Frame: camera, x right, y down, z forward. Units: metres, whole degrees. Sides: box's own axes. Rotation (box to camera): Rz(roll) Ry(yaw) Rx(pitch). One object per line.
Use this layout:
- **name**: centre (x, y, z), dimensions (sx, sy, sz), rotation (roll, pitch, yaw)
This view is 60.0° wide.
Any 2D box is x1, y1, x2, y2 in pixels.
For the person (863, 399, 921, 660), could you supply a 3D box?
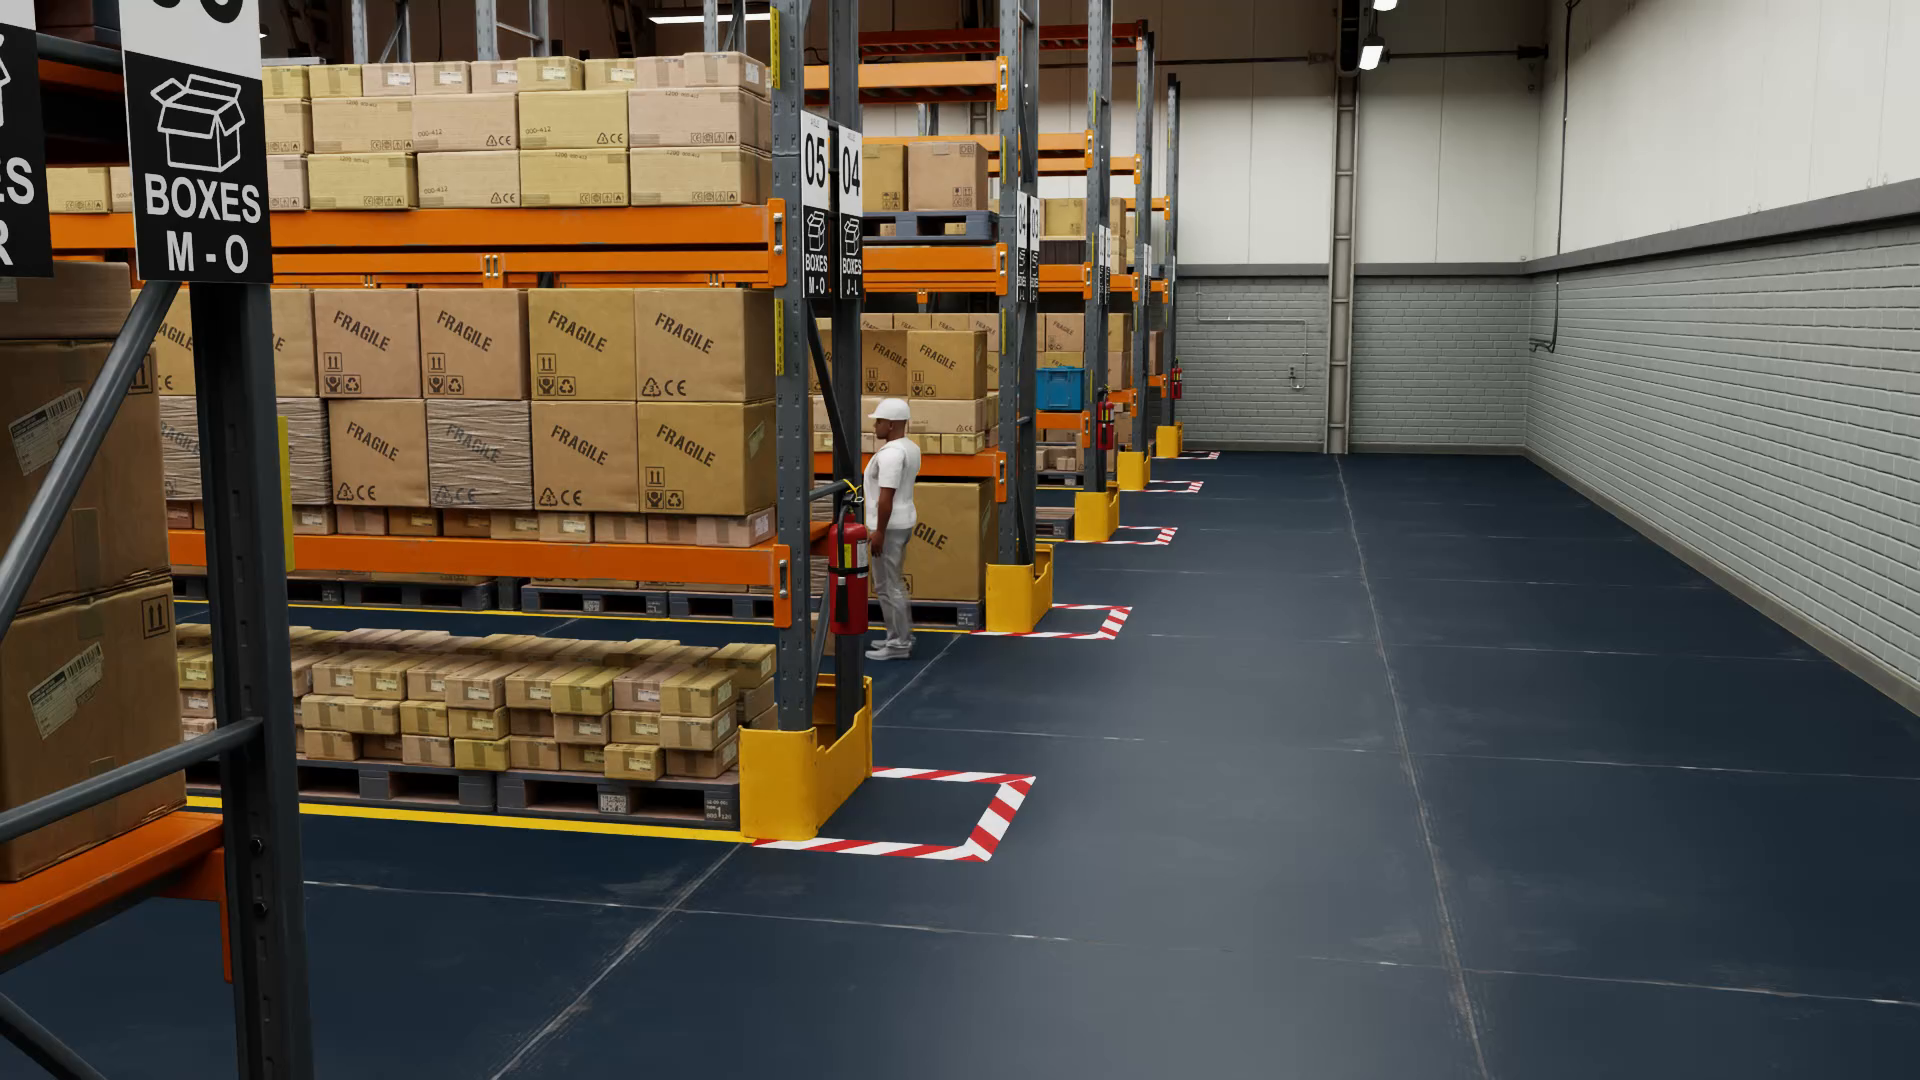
- **person**: centre (-0.476, -0.078, 11.324), dimensions (0.368, 1.765, 0.562), rotation (2, 8, 13)
